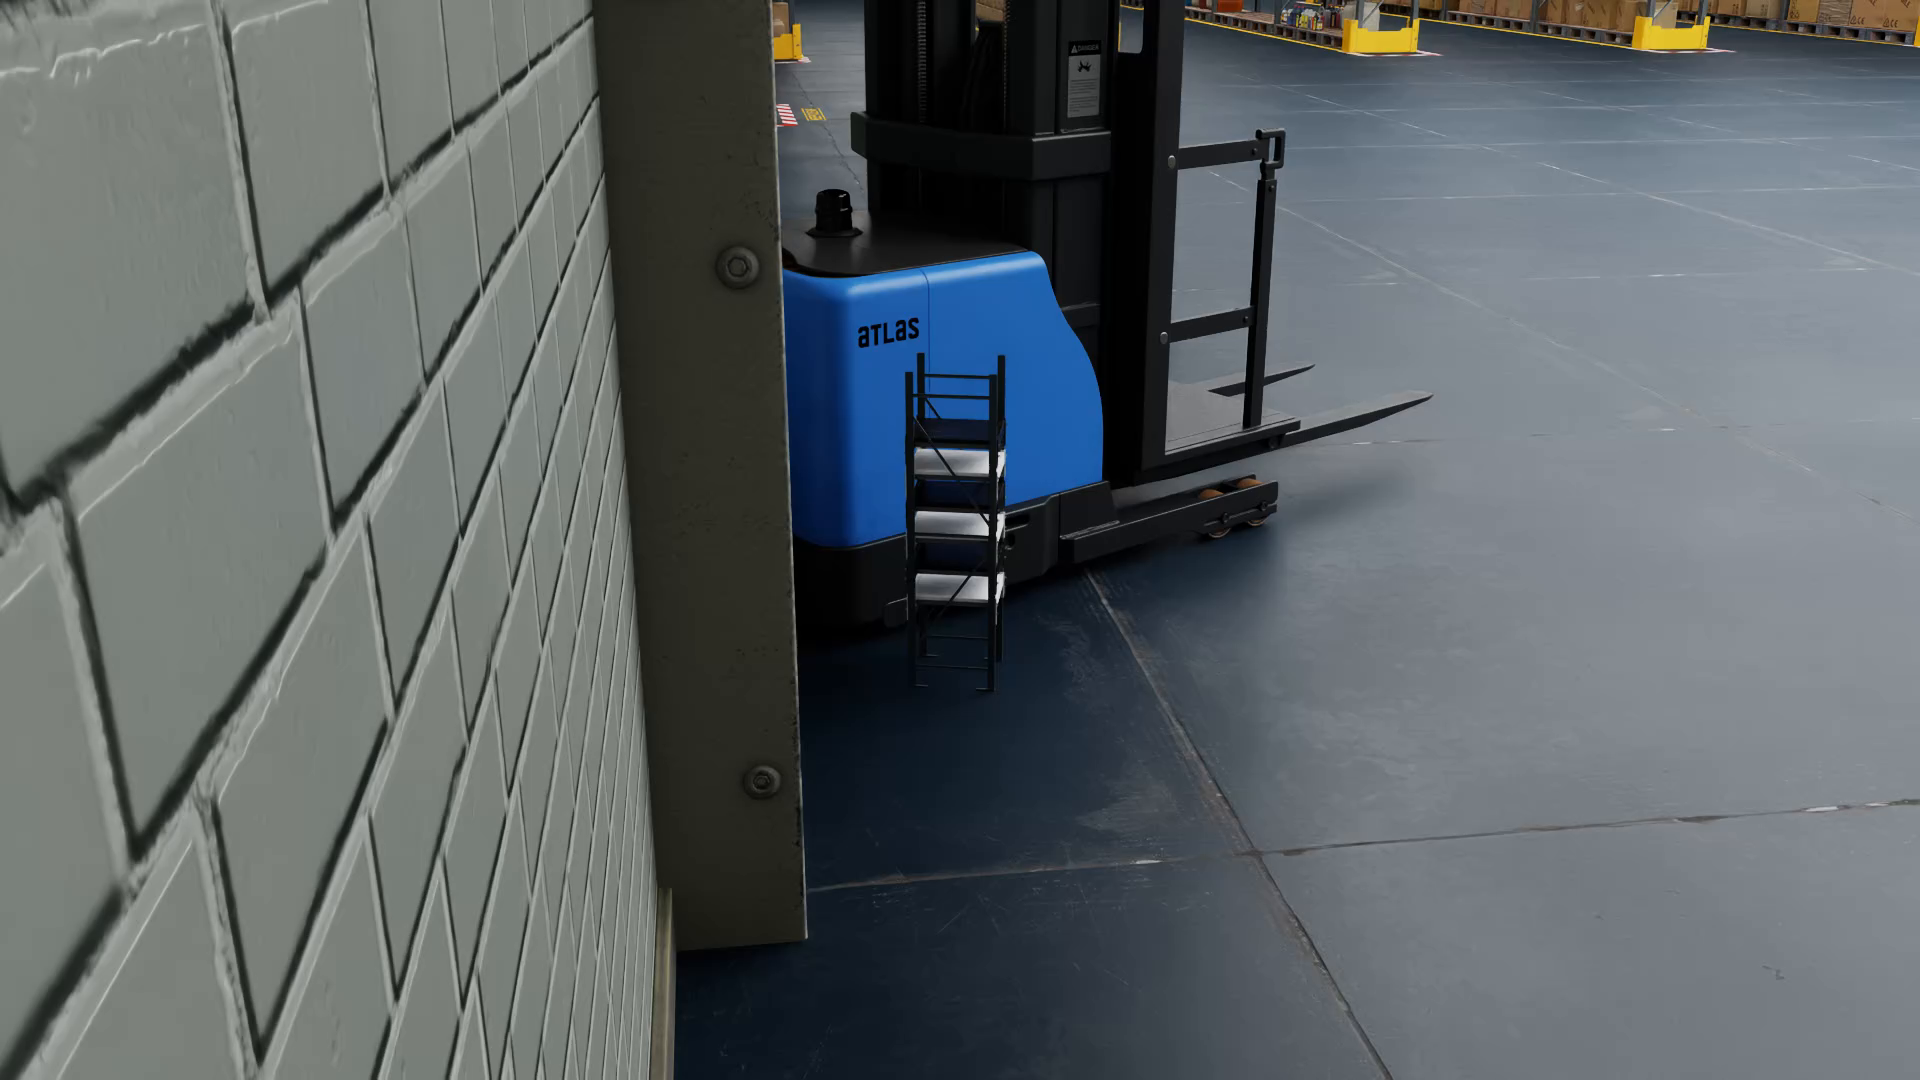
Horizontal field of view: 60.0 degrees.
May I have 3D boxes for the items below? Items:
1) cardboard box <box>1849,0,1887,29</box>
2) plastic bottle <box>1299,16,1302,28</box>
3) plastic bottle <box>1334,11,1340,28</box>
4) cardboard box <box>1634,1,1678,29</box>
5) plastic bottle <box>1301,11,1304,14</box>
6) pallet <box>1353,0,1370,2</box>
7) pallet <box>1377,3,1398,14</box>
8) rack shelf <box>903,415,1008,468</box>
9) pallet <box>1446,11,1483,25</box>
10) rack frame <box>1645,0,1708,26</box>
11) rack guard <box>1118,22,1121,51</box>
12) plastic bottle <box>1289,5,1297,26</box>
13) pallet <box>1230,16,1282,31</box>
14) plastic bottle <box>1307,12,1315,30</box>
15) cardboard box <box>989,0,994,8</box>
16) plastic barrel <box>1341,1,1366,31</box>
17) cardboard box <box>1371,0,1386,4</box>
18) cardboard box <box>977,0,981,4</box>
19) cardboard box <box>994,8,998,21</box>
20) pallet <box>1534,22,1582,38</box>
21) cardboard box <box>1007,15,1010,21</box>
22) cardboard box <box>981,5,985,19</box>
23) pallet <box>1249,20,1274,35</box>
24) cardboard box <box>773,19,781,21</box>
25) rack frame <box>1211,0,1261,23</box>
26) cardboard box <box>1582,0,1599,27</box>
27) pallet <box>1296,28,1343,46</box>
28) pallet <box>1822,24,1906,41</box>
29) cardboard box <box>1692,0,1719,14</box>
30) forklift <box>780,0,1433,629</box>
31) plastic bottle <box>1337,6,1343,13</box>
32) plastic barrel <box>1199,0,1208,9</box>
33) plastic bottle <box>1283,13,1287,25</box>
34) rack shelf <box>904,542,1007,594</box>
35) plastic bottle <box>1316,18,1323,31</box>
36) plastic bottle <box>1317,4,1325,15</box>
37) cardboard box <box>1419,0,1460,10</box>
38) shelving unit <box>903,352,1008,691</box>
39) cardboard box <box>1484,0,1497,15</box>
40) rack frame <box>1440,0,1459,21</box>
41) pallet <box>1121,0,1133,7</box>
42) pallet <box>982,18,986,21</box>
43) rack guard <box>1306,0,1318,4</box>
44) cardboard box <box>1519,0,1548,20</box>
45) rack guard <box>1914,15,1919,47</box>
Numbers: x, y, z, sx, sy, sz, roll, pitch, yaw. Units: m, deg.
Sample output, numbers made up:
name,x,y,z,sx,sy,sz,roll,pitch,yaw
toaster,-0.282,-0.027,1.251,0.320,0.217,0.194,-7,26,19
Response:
name,x,y,z,sx,sy,sz,roll,pitch,yaw
cardboard box,16.332,-9.443,29.147,0.875,0.875,0.875,-3,21,-9
plastic bottle,5.974,-9.055,29.045,0.097,0.201,0.097,0,20,0
plastic bottle,6.590,-9.110,29.074,0.061,0.283,0.133,-3,21,-8
cardboard box,11.628,-8.733,27.783,0.500,0.500,0.500,1,20,2
plastic bottle,6.015,-9.138,29.167,0.097,0.271,0.097,0,20,0
pallet,9.940,-12.606,39.165,1.003,0.211,1.213,-3,21,-8
pallet,10.158,-12.075,37.745,1.003,0.211,1.213,-3,21,-8
rack shelf,-0.010,-0.266,4.467,0.258,0.077,0.200,3,21,7
pallet,10.660,-10.683,34.017,1.003,0.211,1.213,-3,21,-8
rack frame,11.702,-9.490,26.838,1.000,3.000,0.127,-3,21,-8
rack guard,1.902,-7.812,25.919,1.175,0.500,0.348,-3,21,-8
plastic bottle,5.930,-9.290,29.459,0.144,0.351,0.185,-2,21,-6
pallet,5.893,-10.012,32.221,1.003,0.211,1.213,-3,21,-8
plastic bottle,6.073,-8.921,28.578,0.152,0.276,0.135,-3,21,-9
cardboard box,0.829,-10.026,30.802,0.500,0.311,0.500,-3,21,-8
plastic barrel,6.558,-8.669,27.595,0.421,0.512,0.421,0,20,0
cardboard box,10.084,-12.626,37.670,1.225,0.875,0.875,-3,21,-8
cardboard box,0.614,-10.555,32.218,0.500,0.311,0.500,-3,21,-9
cardboard box,0.904,-9.589,30.434,0.500,0.250,0.500,-3,21,-9
pallet,11.257,-9.338,30.416,1.003,0.211,1.213,-3,21,-8
cardboard box,1.088,-9.109,29.148,0.500,0.250,0.500,-3,21,-8
cardboard box,0.684,-10.120,31.855,0.500,0.250,0.500,-3,21,-9
pallet,6.072,-9.589,31.088,1.003,0.211,1.213,-3,21,-8
cardboard box,-3.096,-8.129,26.407,0.500,0.311,0.500,-1,21,-3
rack frame,5.647,-12.010,33.585,1.000,3.000,0.127,-3,21,-8
cardboard box,11.400,-9.351,29.439,0.500,0.500,0.500,-5,21,-13
pallet,6.458,-8.661,28.603,1.003,0.211,1.213,-3,21,-8
pallet,16.259,-9.093,29.761,1.003,0.211,1.213,-3,21,-8
cardboard box,15.599,-11.100,33.763,1.050,0.750,0.750,-3,21,-7
forklift,0.495,-1.509,5.568,3.031,2.935,1.130,-15,25,-35
plastic bottle,6.676,-9.204,29.228,0.144,0.351,0.185,-3,21,-8
plastic barrel,5.397,-11.637,35.432,0.600,0.588,0.708,-3,21,-8
plastic bottle,5.851,-9.353,29.841,0.097,0.201,0.097,0,20,0
rack shelf,-0.010,0.071,4.593,0.258,0.077,0.200,3,21,7
plastic bottle,6.102,-8.749,28.225,0.097,0.201,0.097,0,20,0
plastic bottle,6.459,-9.375,29.686,0.144,0.351,0.185,-3,21,-8
cardboard box,10.470,-11.701,35.195,1.225,0.875,0.875,-4,21,-10
shelving unit,-0.010,-0.045,4.550,0.258,0.900,0.210,3,21,7
cardboard box,10.846,-10.677,32.959,0.700,0.500,0.500,-1,21,-3
rack frame,10.548,-12.260,34.254,1.000,3.000,0.127,-3,21,-8
pallet,4.574,-13.186,40.719,1.003,0.211,1.213,-3,21,-8
pallet,0.998,-9.747,31.511,1.003,0.211,1.213,-3,21,-8
rack guard,9.392,-13.867,42.130,1.175,0.500,0.348,-3,21,-8
cardboard box,11.058,-10.124,31.478,0.700,0.500,0.500,-5,21,-12
rack guard,16.628,-8.526,27.829,1.175,0.500,0.348,-3,21,-8
